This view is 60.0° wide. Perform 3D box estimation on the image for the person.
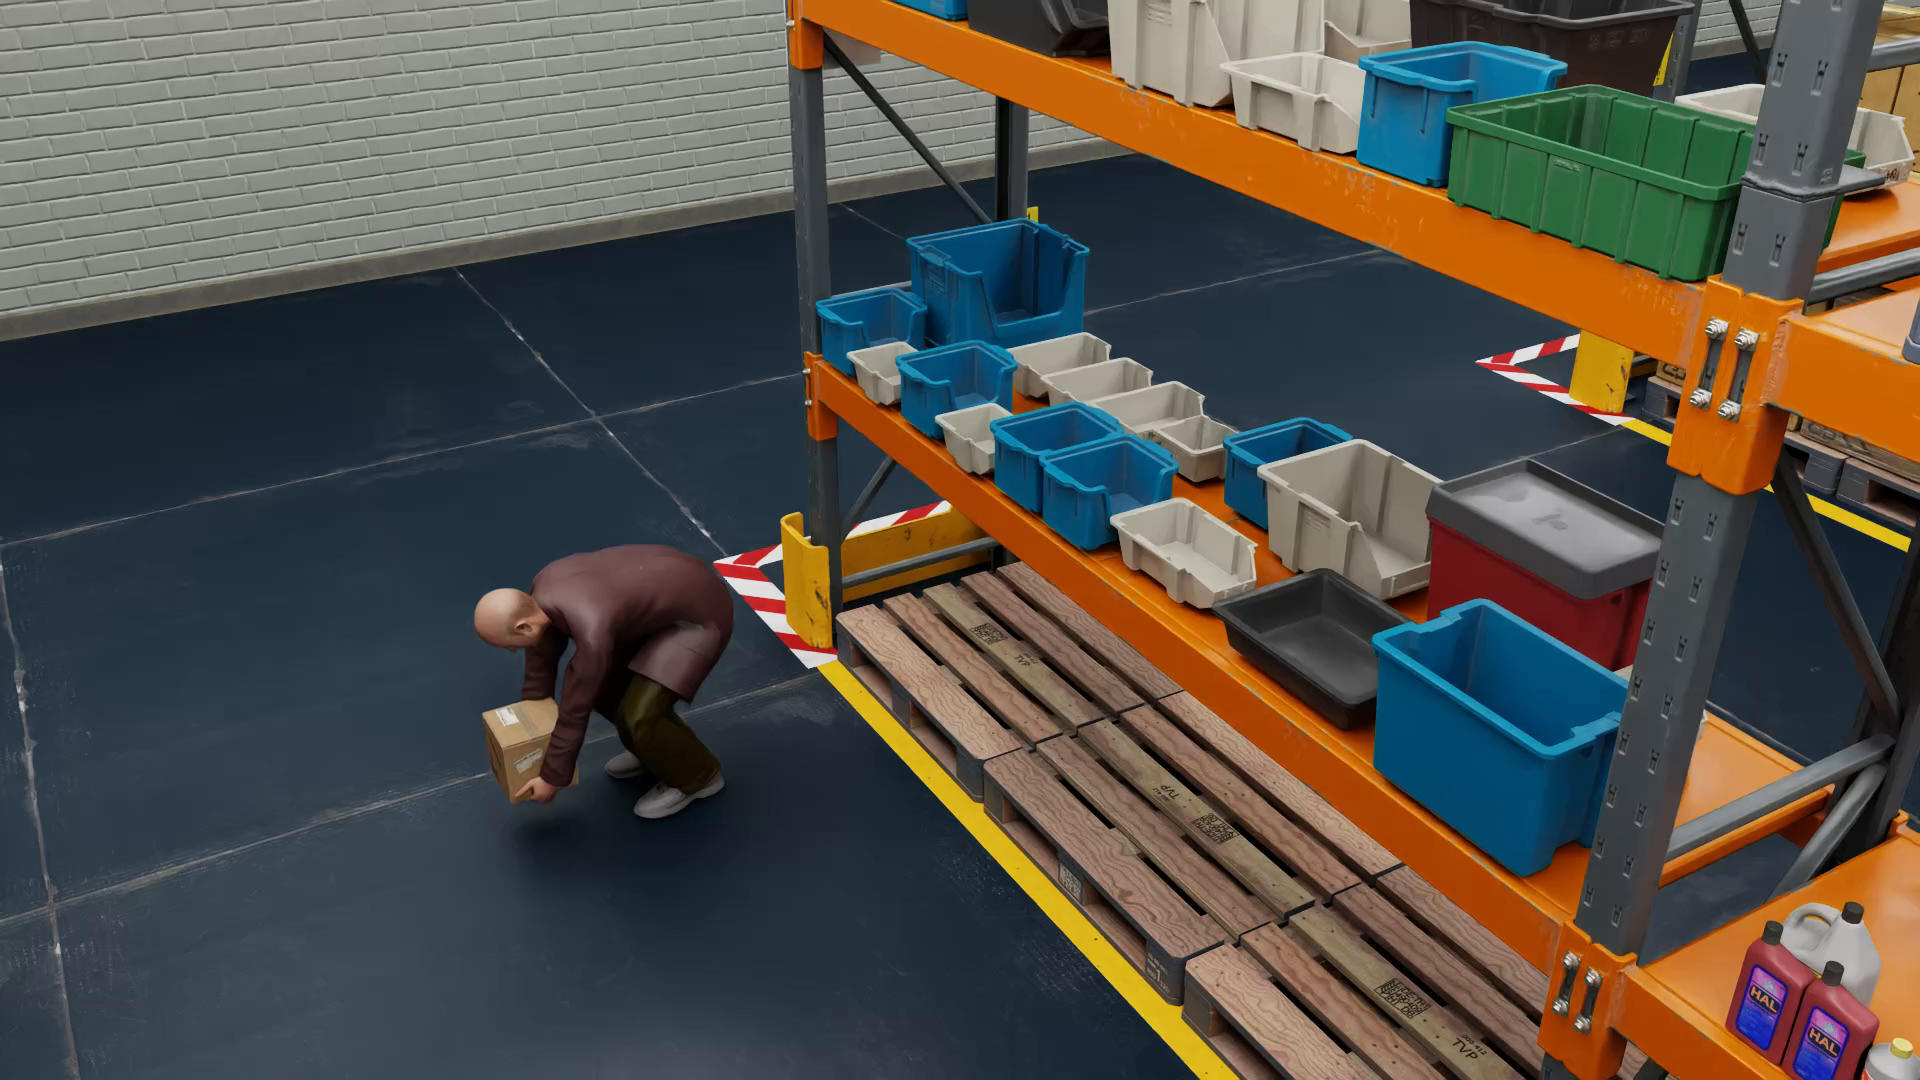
[{"bbox_3d":[-1.253,0.521,6.037,0.939,1.018,0.594,-17,33,-29],"label":"person"}]
